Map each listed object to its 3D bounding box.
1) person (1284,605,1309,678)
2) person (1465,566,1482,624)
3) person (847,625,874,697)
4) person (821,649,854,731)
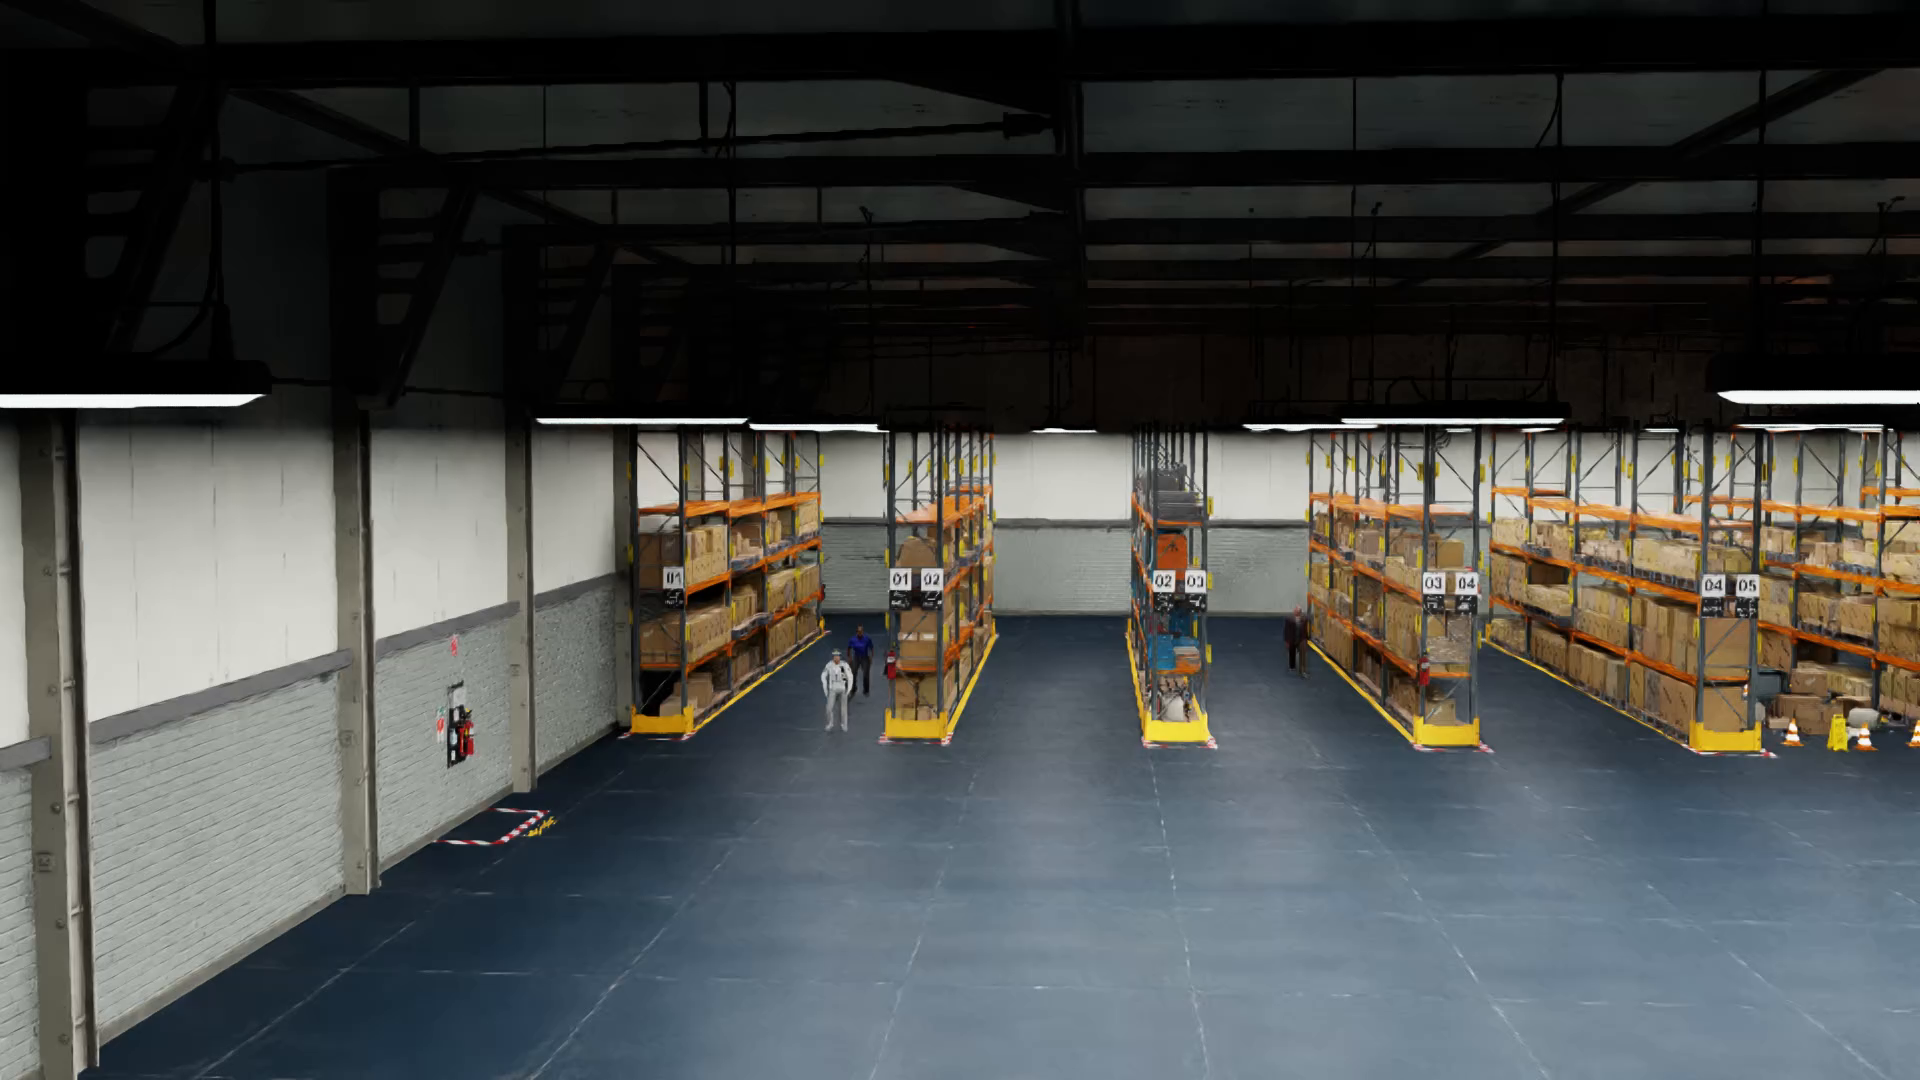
[{"bbox_3d":[7.959,2.368,39.303,0.598,1.698,1.193,0,4,7],"label":"person"},{"bbox_3d":[15.366,1.674,49.932,0.495,1.795,0.618,-2,4,-34],"label":"person"},{"bbox_3d":[-2.173,2.631,36.317,0.592,1.604,0.514,0,4,2],"label":"person"},{"bbox_3d":[-2.366,2.885,32.103,0.639,1.628,0.512,0,4,3],"label":"person"}]
